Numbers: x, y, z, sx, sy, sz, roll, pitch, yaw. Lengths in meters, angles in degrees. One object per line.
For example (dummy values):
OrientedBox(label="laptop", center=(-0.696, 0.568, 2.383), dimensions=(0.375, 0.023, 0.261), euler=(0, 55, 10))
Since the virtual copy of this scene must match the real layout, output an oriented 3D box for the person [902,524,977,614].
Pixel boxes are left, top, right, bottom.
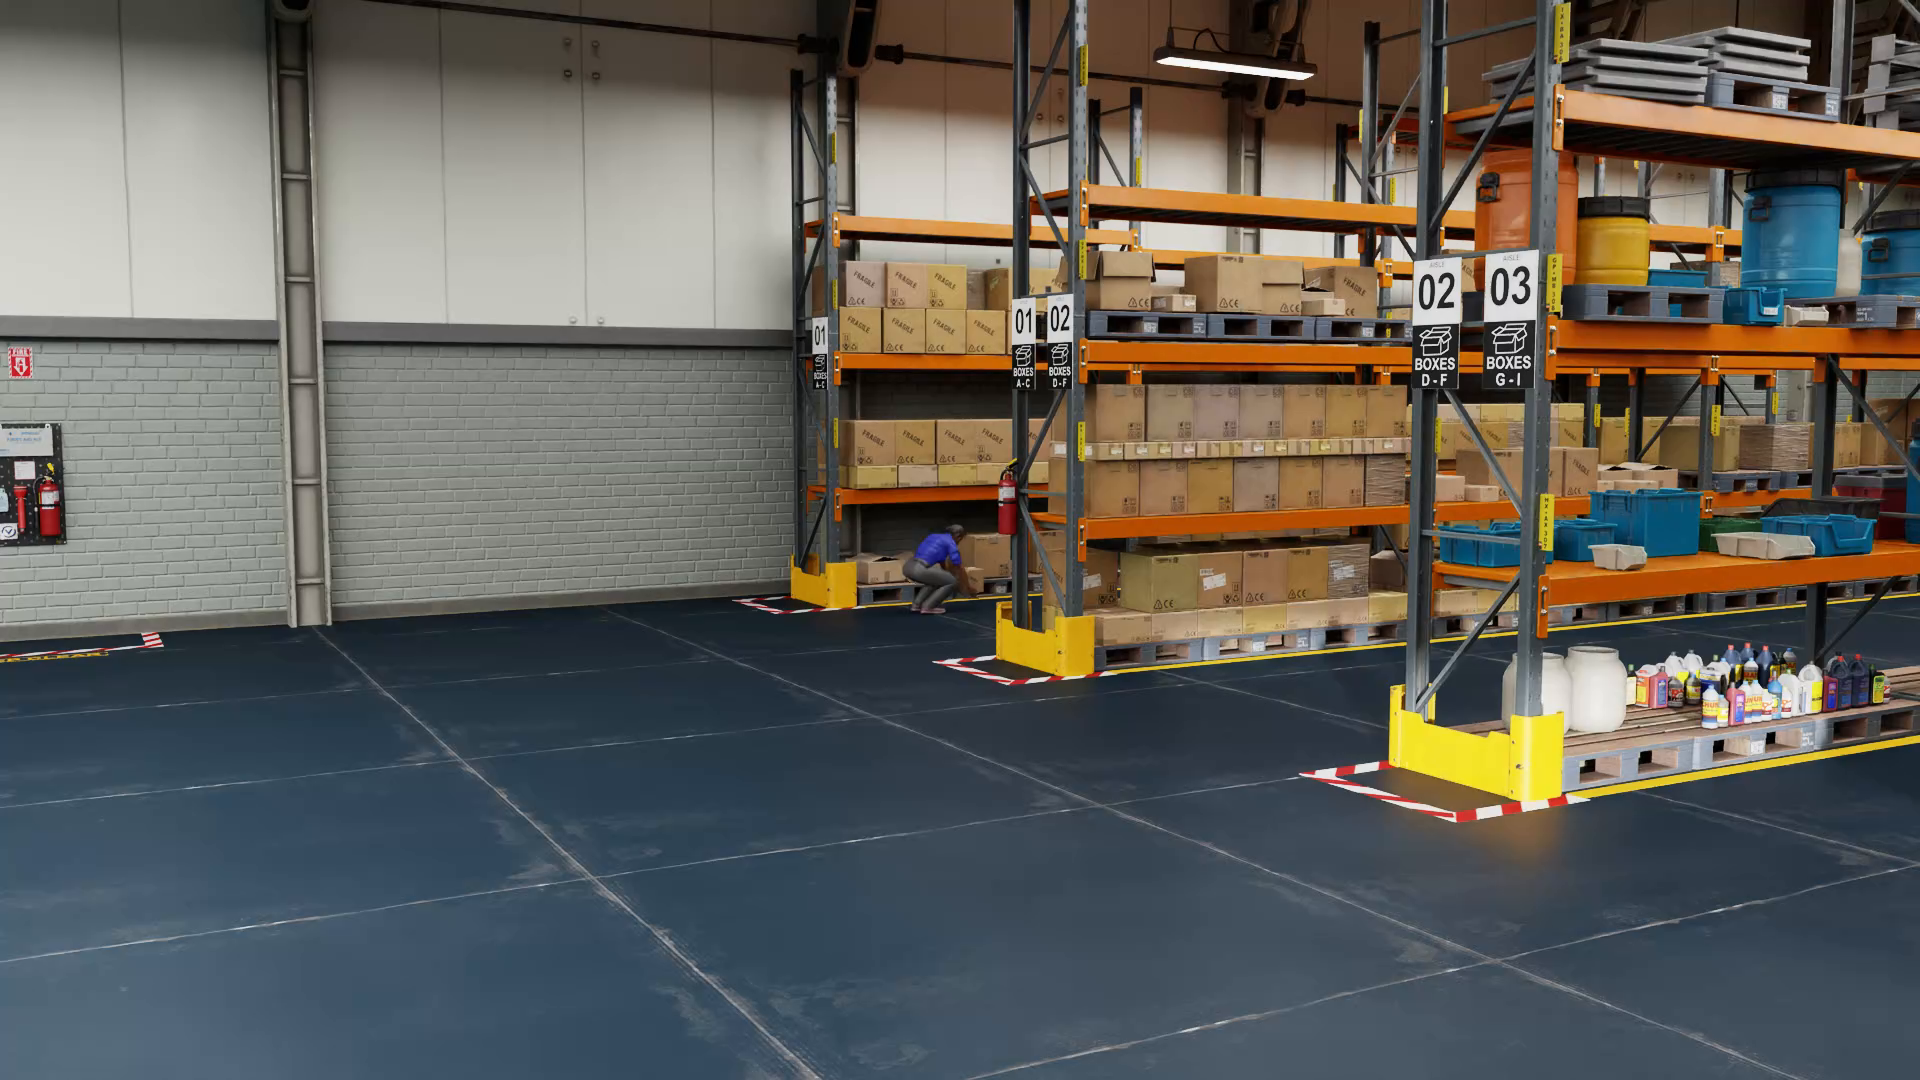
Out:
OrientedBox(label="person", center=(-0.241, 0.331, 18.071), dimensions=(0.821, 0.910, 0.484), euler=(-3, 6, -29))
